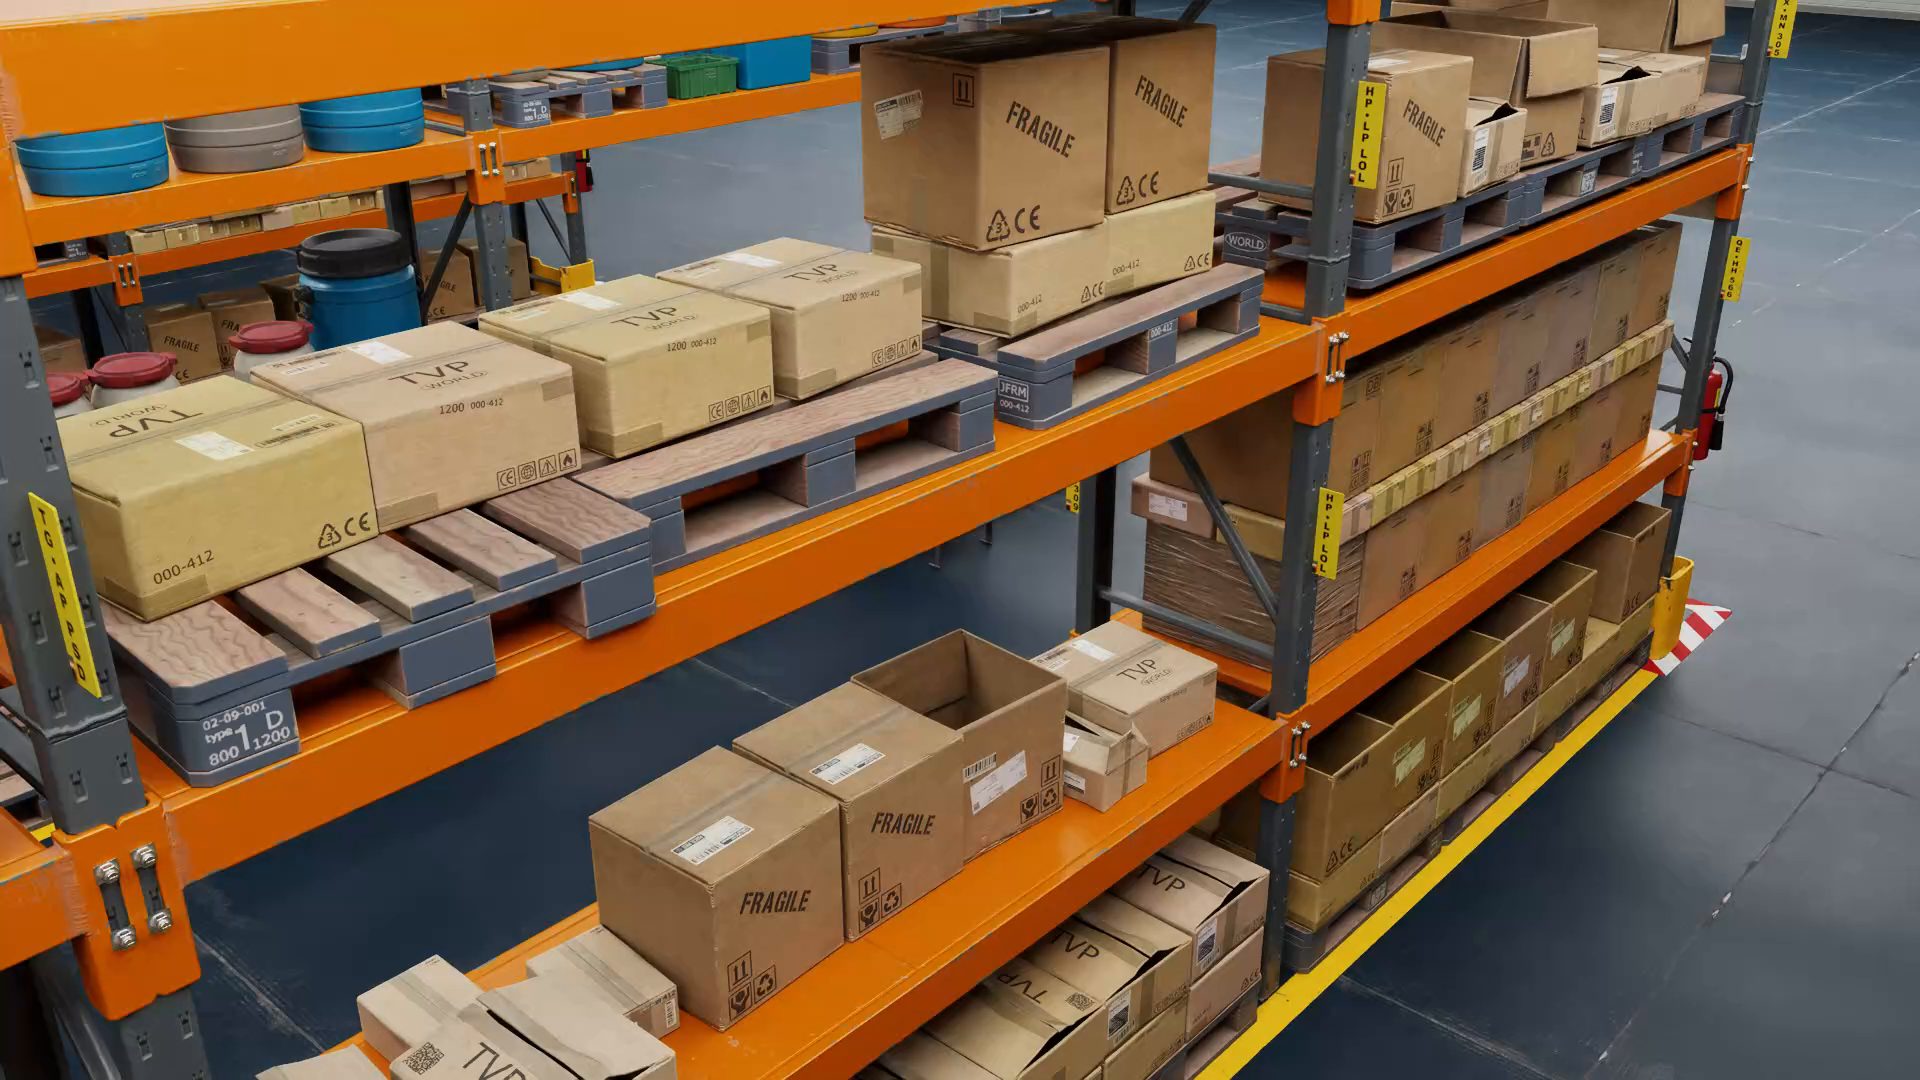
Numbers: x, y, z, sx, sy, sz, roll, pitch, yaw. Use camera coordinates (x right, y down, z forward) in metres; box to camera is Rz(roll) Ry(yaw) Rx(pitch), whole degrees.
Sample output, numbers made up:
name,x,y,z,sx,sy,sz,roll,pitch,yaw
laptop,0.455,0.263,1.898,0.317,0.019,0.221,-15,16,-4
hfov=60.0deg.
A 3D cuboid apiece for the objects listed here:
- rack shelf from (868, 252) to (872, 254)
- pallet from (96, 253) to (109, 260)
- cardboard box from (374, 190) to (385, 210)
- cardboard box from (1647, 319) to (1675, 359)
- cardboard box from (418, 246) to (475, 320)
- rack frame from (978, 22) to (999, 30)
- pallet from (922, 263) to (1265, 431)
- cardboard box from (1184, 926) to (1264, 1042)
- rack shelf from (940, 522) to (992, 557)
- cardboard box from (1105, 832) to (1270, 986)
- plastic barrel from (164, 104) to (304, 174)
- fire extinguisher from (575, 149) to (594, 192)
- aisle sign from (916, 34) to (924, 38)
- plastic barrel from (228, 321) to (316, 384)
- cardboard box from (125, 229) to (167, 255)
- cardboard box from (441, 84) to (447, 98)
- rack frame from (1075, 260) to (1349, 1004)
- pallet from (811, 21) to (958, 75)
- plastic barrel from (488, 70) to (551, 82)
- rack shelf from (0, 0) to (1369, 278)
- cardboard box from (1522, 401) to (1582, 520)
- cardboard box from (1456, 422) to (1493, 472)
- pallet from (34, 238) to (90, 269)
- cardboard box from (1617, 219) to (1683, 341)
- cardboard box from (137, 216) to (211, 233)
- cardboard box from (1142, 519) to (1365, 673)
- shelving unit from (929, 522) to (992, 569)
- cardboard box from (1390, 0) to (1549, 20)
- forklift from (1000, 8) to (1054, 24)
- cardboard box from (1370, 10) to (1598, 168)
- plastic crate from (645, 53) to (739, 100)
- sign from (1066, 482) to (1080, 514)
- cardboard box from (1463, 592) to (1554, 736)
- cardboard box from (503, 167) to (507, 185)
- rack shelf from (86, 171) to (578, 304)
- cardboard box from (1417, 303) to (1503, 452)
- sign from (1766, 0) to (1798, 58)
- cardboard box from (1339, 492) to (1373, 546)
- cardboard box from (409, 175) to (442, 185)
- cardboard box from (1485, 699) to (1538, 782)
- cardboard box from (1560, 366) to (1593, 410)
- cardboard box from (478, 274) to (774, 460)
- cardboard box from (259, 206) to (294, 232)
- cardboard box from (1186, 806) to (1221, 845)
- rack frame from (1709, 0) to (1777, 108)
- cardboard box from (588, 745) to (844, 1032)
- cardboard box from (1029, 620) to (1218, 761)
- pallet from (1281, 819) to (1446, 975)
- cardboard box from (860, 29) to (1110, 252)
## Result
name,x,y,z,sx,sy,sz,roll,pitch,yaw
rack shelf,-1.479,-1.310,10.884,1.077,0.370,4.000,20,31,38
pallet,-8.748,-3.077,17.356,1.003,0.211,1.213,20,31,38
cardboard box,-4.792,-2.856,13.761,0.380,0.149,0.250,20,31,38
cardboard box,3.429,-1.067,8.548,0.380,0.149,0.250,20,31,37
cardboard box,-4.635,-2.273,14.696,0.500,0.500,0.500,-15,28,-30
rack frame,-0.144,-2.247,12.096,1.000,3.000,0.127,20,31,38
pallet,0.294,-0.684,5.177,0.805,0.209,1.217,19,30,36
cardboard box,0.812,1.594,6.377,0.500,0.250,0.500,20,31,37
rack shelf,-0.110,-0.256,10.500,0.431,0.518,0.480,20,31,38
cardboard box,0.816,1.334,6.270,0.500,0.311,0.500,20,31,38
plastic barrel,-3.428,-2.212,7.739,0.600,0.901,0.600,0,24,0
fire extinguisher,-3.413,-3.473,14.925,0.296,0.674,0.183,20,31,38
aisle sign,-0.314,-3.535,11.791,0.394,0.787,0.004,20,31,38
plastic barrel,-3.615,-0.859,8.833,0.433,0.535,0.433,0,24,0
cardboard box,-6.135,-2.250,12.408,0.380,0.149,0.250,20,31,38
cardboard box,-4.345,-3.848,13.959,0.500,0.500,0.500,20,31,38
rack frame,0.873,0.325,6.358,1.000,3.000,0.127,20,31,38
pallet,-0.769,-3.304,11.018,1.003,0.211,1.213,20,31,38
plastic barrel,-2.380,-2.717,8.828,0.421,0.512,0.421,0,24,0
rack shelf,-0.462,-1.292,4.001,1.077,0.370,4.000,20,31,38
cardboard box,2.539,-0.489,8.053,0.700,0.500,0.500,20,31,38
cardboard box,2.053,-0.439,7.148,0.380,0.149,0.250,19,30,36
pallet,-7.120,-2.100,12.002,1.003,0.211,1.213,20,31,38
cardboard box,3.186,-1.376,8.445,0.700,0.500,0.500,20,31,38
cardboard box,-6.156,-2.682,12.581,0.875,0.500,0.500,20,31,38
cardboard box,1.164,0.143,6.643,0.700,0.500,0.500,19,30,36
shelving unit,-0.110,-0.908,10.208,0.431,2.100,0.503,20,31,38
cardboard box,2.230,-2.132,7.366,0.500,0.500,0.500,20,31,38
forklift,0.076,-2.672,13.127,1.130,2.935,3.031,-20,31,-38
cardboard box,2.066,-1.813,6.651,0.637,0.503,0.797,-20,31,-37
plastic crate,-1.558,-2.707,9.714,0.336,0.188,0.450,20,31,38
sign,0.458,-0.257,6.502,0.100,0.325,0.005,20,31,38
cardboard box,2.415,0.533,7.827,0.500,0.500,0.500,20,31,38
cardboard box,-4.165,-3.176,14.473,0.380,0.149,0.250,20,31,38
rack shelf,-5.167,-2.662,13.900,1.077,0.370,4.000,20,31,38
cardboard box,1.835,-0.756,7.062,0.700,0.500,0.500,20,31,37
sign,3.937,-2.478,7.958,0.100,0.325,0.005,20,31,38
cardboard box,1.364,-0.122,6.441,0.380,0.149,0.250,21,31,38
cardboard box,-4.830,-3.295,13.947,0.875,0.500,0.500,20,31,38
cardboard box,2.412,0.874,7.982,0.500,0.250,0.500,20,31,38
cardboard box,2.740,-0.752,7.847,0.380,0.149,0.250,21,32,39
cardboard box,-0.809,-0.437,4.063,0.500,0.250,0.500,19,31,37
cardboard box,-5.455,-2.550,13.077,0.380,0.149,0.250,20,31,38
cardboard box,1.019,1.187,7.283,0.500,0.250,0.500,20,31,38
rack frame,3.542,-3.631,7.849,1.000,3.000,0.127,20,31,38
cardboard box,-0.689,0.983,4.770,0.500,0.500,0.500,18,30,35
cardboard box,0.577,0.556,6.028,0.500,0.250,0.500,-22,32,-40
pallet,1.435,1.367,7.444,1.003,0.211,1.213,20,31,38
cardboard box,0.069,-1.152,4.740,0.500,0.500,0.500,-21,31,-38
